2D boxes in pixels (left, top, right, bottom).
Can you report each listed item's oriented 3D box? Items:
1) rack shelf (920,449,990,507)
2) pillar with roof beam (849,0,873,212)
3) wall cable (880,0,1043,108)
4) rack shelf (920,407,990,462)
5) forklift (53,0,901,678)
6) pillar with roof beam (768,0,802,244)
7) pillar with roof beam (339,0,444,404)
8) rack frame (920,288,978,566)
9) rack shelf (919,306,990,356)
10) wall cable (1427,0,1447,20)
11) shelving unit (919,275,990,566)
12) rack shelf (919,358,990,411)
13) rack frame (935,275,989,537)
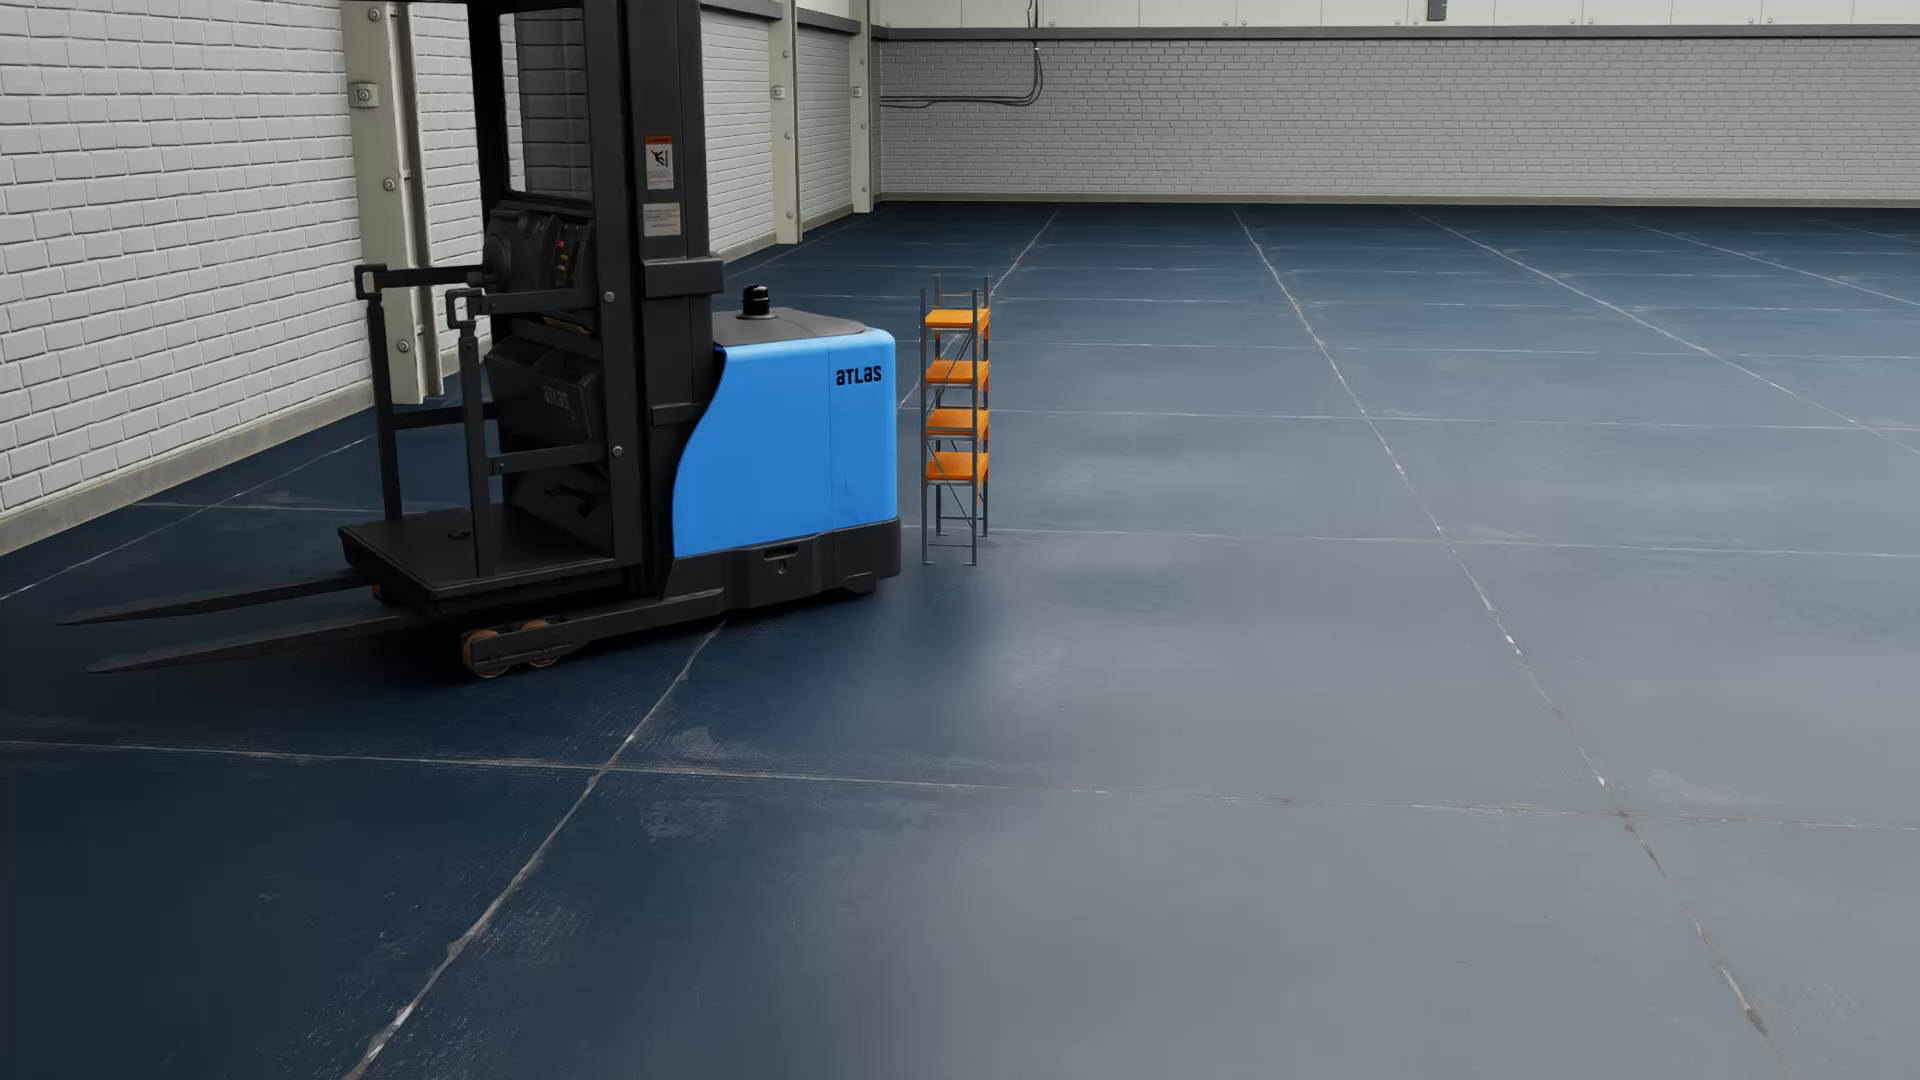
[{"bbox_3d":[-0.019,-0.280,7.416,0.258,0.148,0.480,2,15,6],"label":"rack shelf"},{"bbox_3d":[2.609,-9.840,26.814,9.100,9.000,0.400,2,15,6],"label":"pillar with roof beam"},{"bbox_3d":[-0.023,-9.193,30.370,3.097,2.526,0.112,2,15,6],"label":"wall cable"},{"bbox_3d":[-0.019,-0.471,7.364,0.258,0.148,0.480,2,15,6],"label":"rack shelf"},{"bbox_3d":[-1.734,-1.084,6.057,3.031,2.935,1.130,-11,19,-35],"label":"forklift"},{"bbox_3d":[1.932,-8.284,21.059,9.100,9.000,0.400,2,15,6],"label":"pillar with roof beam"},{"bbox_3d":[0.578,-5.172,9.549,9.100,9.000,0.400,2,15,6],"label":"pillar with roof beam"},{"bbox_3d":[-0.046,-0.473,7.113,0.240,1.200,0.015,2,15,6],"label":"rack frame"},{"bbox_3d":[-0.019,-0.916,7.244,0.258,0.148,0.480,2,15,6],"label":"rack shelf"},{"bbox_3d":[9.408,-12.050,28.471,2.305,6.003,0.169,2,15,6],"label":"wall cable"},{"bbox_3d":[-0.019,-0.536,7.347,0.258,1.200,0.503,2,15,6],"label":"shelving unit"},{"bbox_3d":[-0.019,-0.687,7.306,0.258,0.148,0.480,2,15,6],"label":"rack shelf"},{"bbox_3d":[0.009,-0.600,7.581,0.240,1.200,0.015,2,15,6],"label":"rack frame"}]
